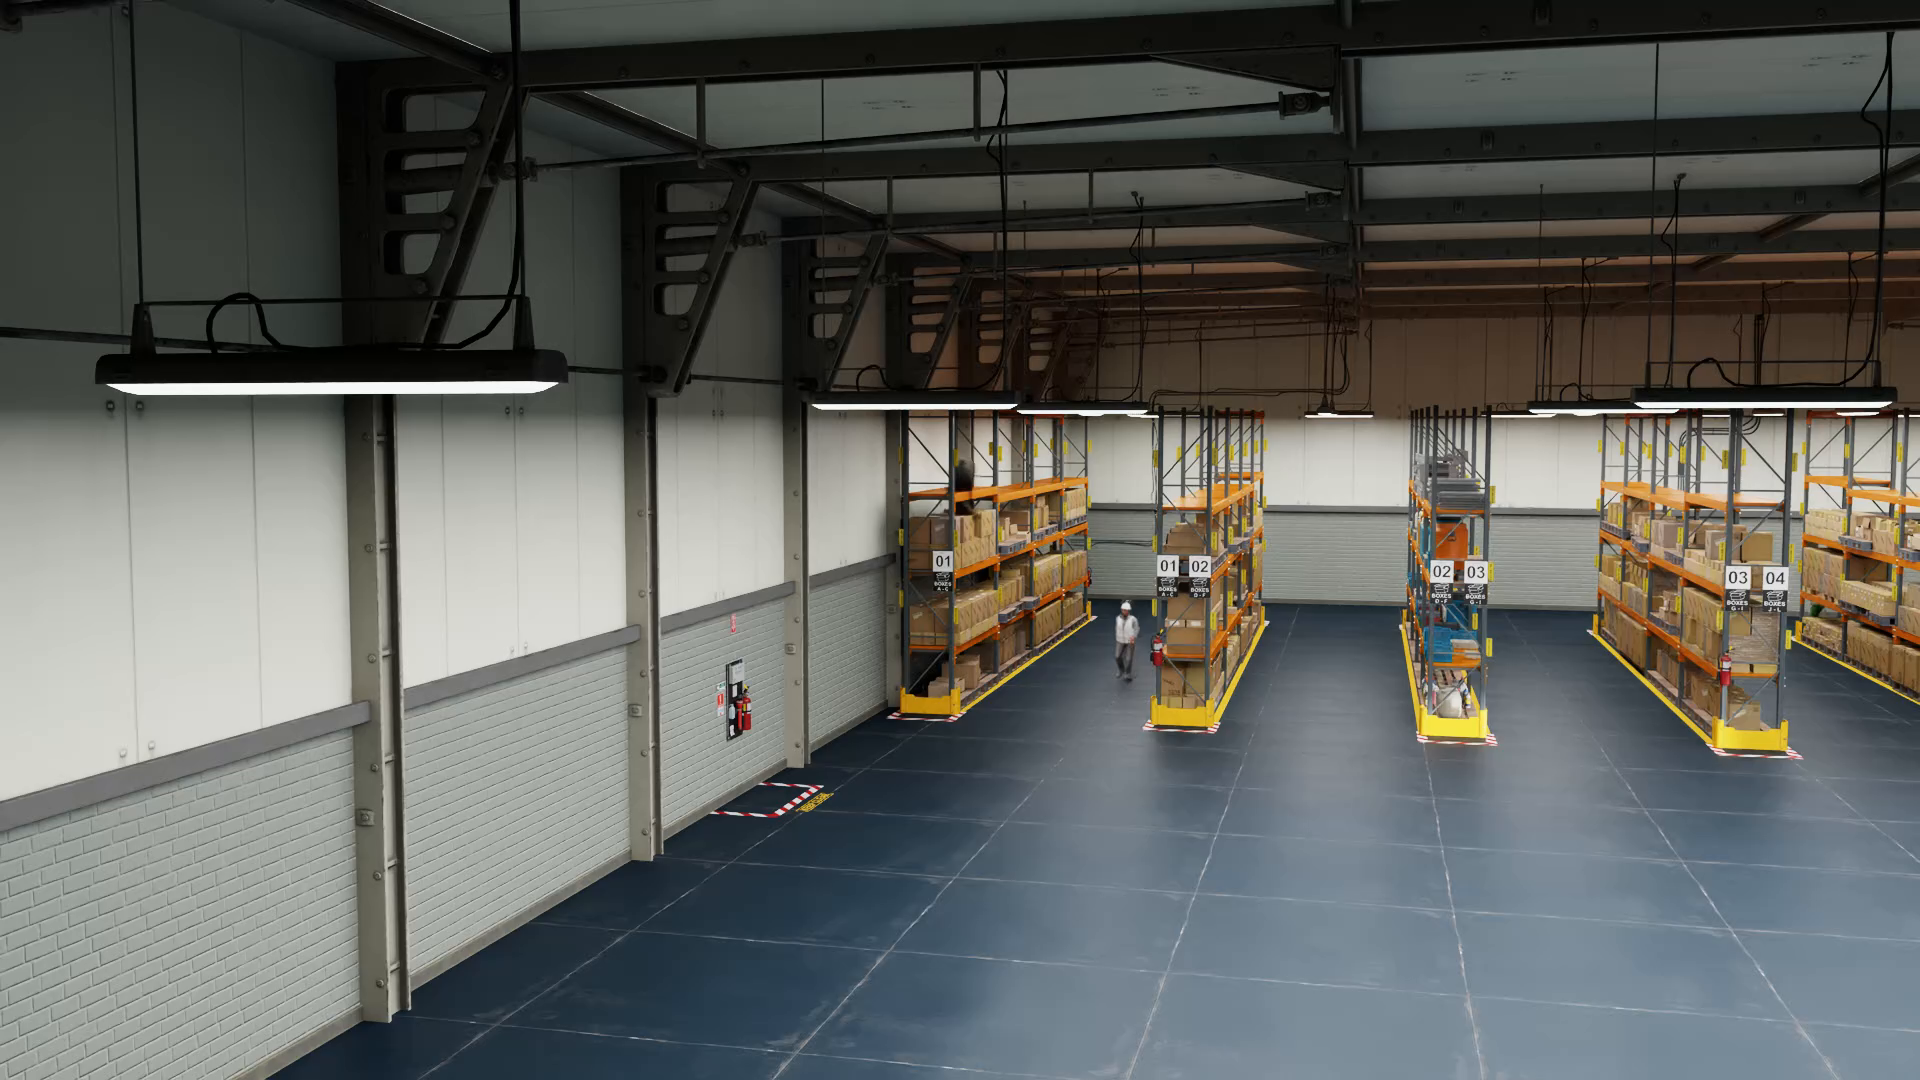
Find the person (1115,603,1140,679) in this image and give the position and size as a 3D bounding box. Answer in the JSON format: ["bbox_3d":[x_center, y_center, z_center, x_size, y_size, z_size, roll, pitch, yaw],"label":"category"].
[{"bbox_3d":[3.651,2.228,36.557,0.640,1.721,0.800,1,4,18],"label":"person"}]

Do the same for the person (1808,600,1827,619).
[{"bbox_3d":[22.814,1.721,44.116,0.802,1.720,0.649,1,4,8],"label":"person"}]
